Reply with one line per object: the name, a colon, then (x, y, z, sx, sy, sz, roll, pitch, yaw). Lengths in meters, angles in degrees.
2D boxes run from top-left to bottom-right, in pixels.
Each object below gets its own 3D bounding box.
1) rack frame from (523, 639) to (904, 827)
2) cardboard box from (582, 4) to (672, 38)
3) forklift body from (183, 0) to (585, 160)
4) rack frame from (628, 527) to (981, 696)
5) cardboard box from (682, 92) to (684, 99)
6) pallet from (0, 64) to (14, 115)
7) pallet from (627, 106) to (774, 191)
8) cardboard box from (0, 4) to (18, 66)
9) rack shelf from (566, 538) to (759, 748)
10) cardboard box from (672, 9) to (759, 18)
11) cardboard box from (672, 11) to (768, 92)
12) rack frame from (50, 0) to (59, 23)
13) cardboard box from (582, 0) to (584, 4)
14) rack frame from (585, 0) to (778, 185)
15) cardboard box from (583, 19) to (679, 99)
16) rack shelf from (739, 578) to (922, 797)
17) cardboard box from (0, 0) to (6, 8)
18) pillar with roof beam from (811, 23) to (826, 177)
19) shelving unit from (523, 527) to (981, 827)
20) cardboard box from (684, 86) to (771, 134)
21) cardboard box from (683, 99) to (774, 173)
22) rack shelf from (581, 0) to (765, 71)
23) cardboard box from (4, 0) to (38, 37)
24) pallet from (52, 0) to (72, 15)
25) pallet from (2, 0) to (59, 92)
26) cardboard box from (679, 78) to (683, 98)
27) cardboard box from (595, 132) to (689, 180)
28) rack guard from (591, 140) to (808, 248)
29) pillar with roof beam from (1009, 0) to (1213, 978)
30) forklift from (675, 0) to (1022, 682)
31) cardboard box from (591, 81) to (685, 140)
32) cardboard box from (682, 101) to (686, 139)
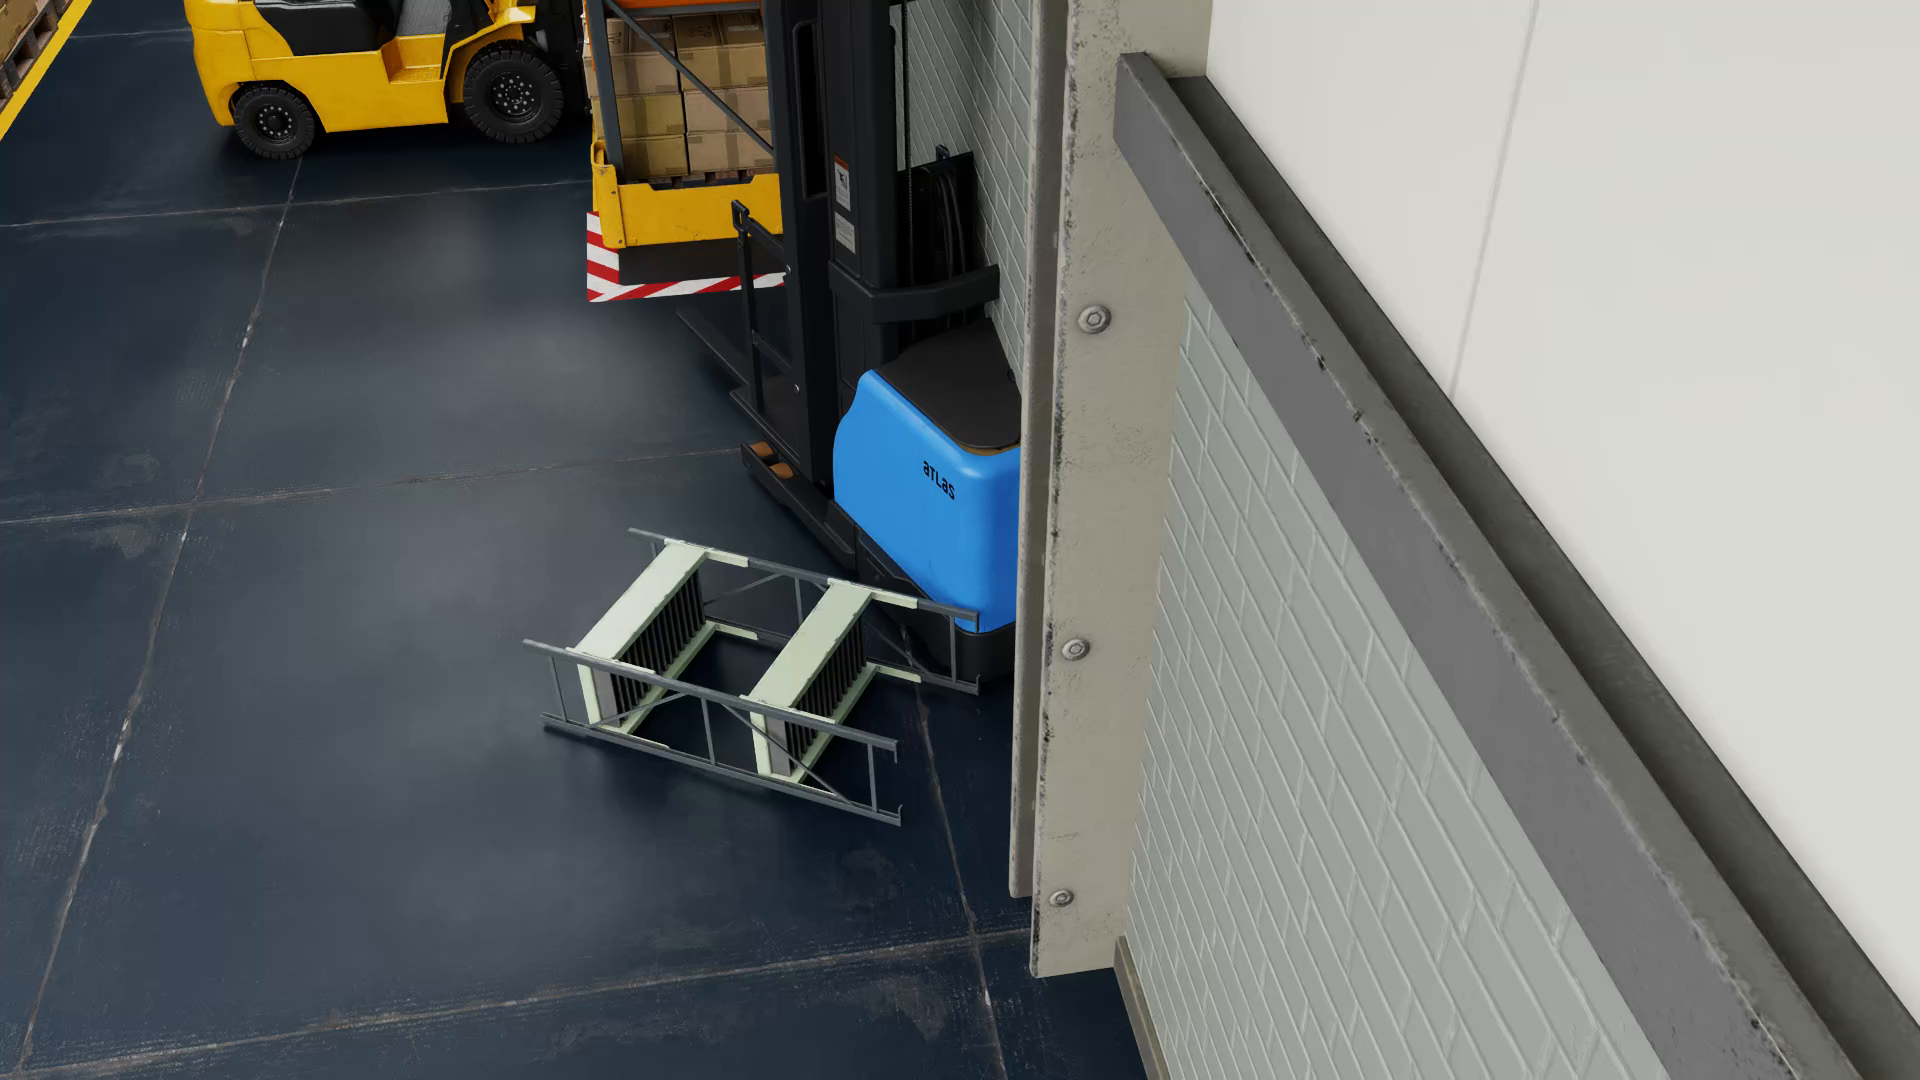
rack frame: (-0.901, 0.686, 5.982, 1.500, 0.400, 0.023, 13, 39, 18)
cardboard box: (-1.947, -3.028, 9.786, 0.500, 0.250, 0.500, -6, 38, -7)
forklift body: (-3.593, -3.615, 10.150, 2.313, 2.155, 1.214, -6, 38, -8)
rack frame: (-0.623, 0.274, 6.519, 1.500, 0.400, 0.023, 13, 39, 18)
cardboard box: (-1.441, -2.886, 10.012, 0.500, 0.250, 0.500, -7, 38, -8)
pallet: (-6.682, -2.639, 10.475, 1.003, 0.211, 1.213, -6, 38, -8)
pallet: (-1.639, -2.357, 10.112, 1.003, 0.211, 1.213, -6, 38, -8)
cardboard box: (-6.580, -3.312, 10.967, 0.500, 0.250, 0.500, -7, 38, -9)
rack shelf: (-1.123, 0.397, 6.374, 0.370, 0.431, 0.720, 13, 39, 18)
cardboard box: (-1.453, -3.088, 9.863, 0.500, 0.250, 0.500, -6, 38, -8)
cardboard box: (-1.362, -2.786, 9.475, 0.500, 0.250, 0.500, -7, 38, -9)
rack frame: (-7.051, -4.881, 11.087, 1.000, 3.000, 0.127, -6, 38, -8)
cardboard box: (-2.045, -3.332, 10.177, 0.500, 0.250, 0.500, -6, 38, -7)
rack frame: (-1.464, -3.001, 8.667, 1.000, 3.000, 0.127, -6, 38, -8)
cardboard box: (-1.852, -2.720, 9.390, 0.500, 0.250, 0.500, -5, 38, -6)
rack shelf: (-0.460, 0.549, 6.148, 0.370, 0.431, 0.720, 13, 39, 18)
cardboard box: (-6.593, -3.621, 10.754, 0.500, 0.500, 0.500, -6, 38, -7)
pillar with roof beam: (-4.937, -5.424, 6.897, 9.100, 9.000, 0.400, -6, 38, -8)
shelving unit: (-0.762, 0.480, 6.251, 1.500, 0.431, 0.755, 13, 39, 18)
cardboard box: (-1.342, -2.584, 9.623, 0.500, 0.250, 0.500, -6, 38, -7)
cardboard box: (-1.358, -2.398, 9.791, 0.500, 0.250, 0.500, -6, 38, -8)
rack shelf: (-1.815, -3.925, 10.443, 1.077, 0.370, 4.000, -6, 38, -8)
cardboard box: (-6.683, -3.632, 11.379, 0.500, 0.250, 0.500, -5, 38, -6)
pallet: (-7.189, -4.249, 12.548, 1.003, 0.211, 1.213, -6, 38, -8)
pallet: (-6.899, -3.377, 11.425, 1.003, 0.211, 1.213, -6, 38, -8)
cardboard box: (-1.934, -2.843, 9.955, 0.500, 0.250, 0.500, -7, 38, -8)
cardboard box: (-1.857, -2.330, 9.704, 0.500, 0.250, 0.500, -6, 38, -8)
rack guard: (-1.460, -1.999, 9.416, 1.175, 0.500, 0.348, -6, 38, -8)
pillar with roof beam: (-3.885, -1.800, 2.232, 9.100, 9.000, 0.400, -6, 38, -8)
forklift: (-0.339, -1.481, 6.768, 1.130, 2.935, 3.031, -22, 43, -25)
cardboard box: (-1.857, -2.538, 9.564, 0.500, 0.250, 0.500, -7, 38, -9)
cardboard box: (-1.935, -2.632, 10.092, 0.500, 0.250, 0.500, -6, 38, -8)
